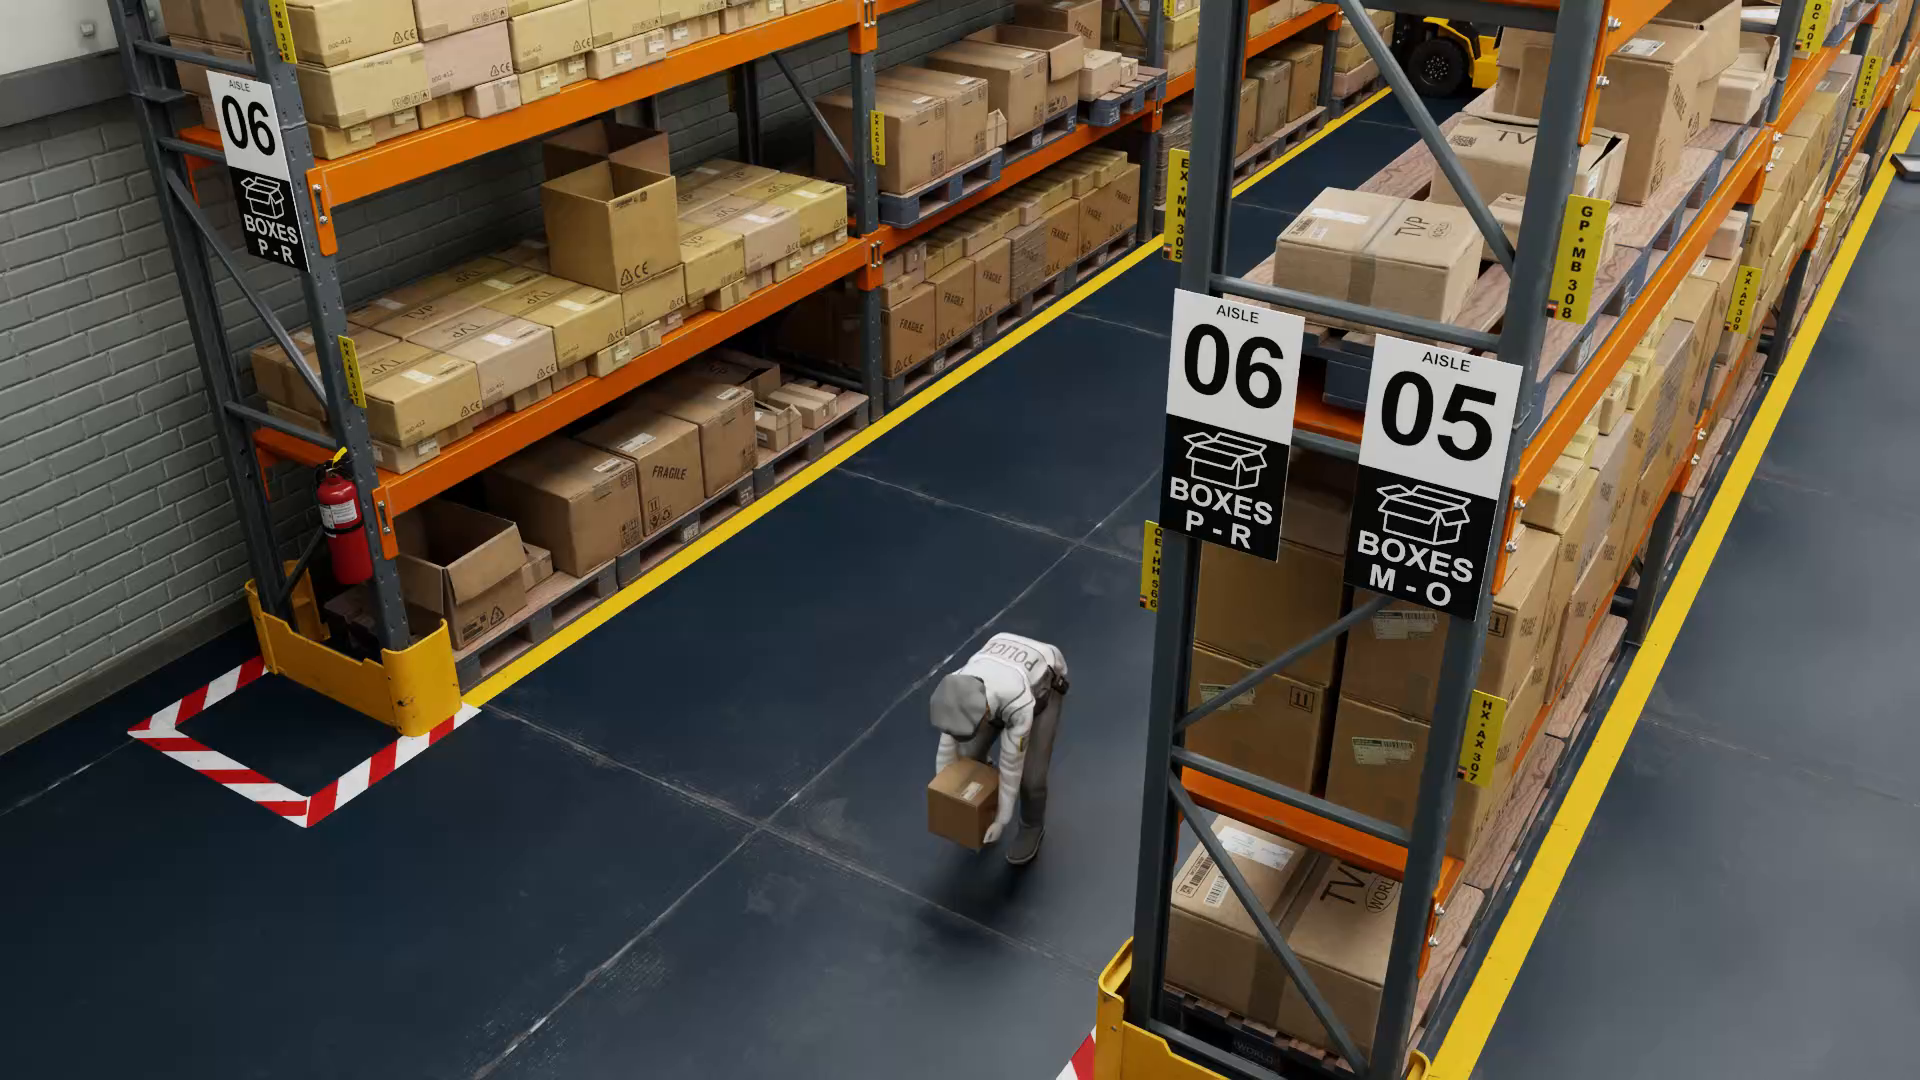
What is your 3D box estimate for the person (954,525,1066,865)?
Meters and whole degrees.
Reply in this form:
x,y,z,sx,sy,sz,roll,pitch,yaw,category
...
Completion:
x,y,z,sx,sy,sz,roll,pitch,yaw,category
0.217,0.660,7.093,0.415,1.648,0.550,16,34,25,person
